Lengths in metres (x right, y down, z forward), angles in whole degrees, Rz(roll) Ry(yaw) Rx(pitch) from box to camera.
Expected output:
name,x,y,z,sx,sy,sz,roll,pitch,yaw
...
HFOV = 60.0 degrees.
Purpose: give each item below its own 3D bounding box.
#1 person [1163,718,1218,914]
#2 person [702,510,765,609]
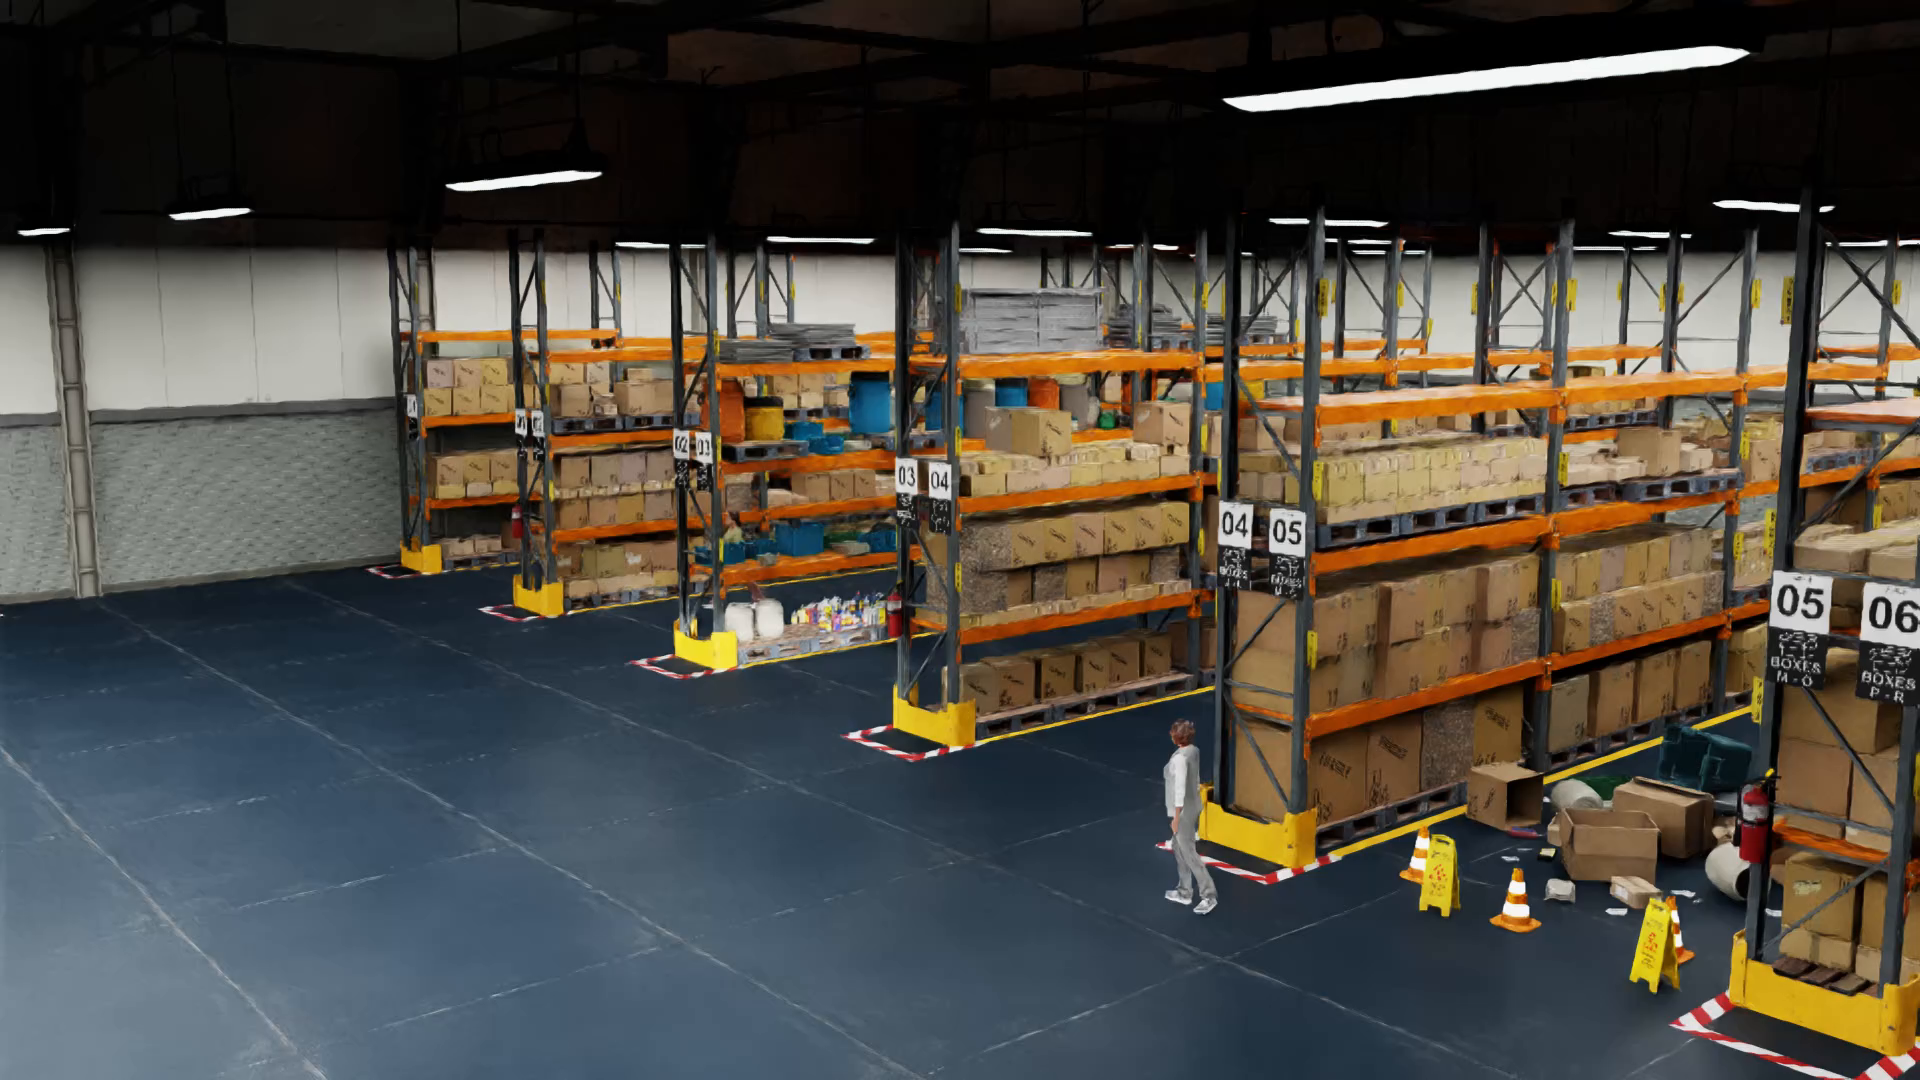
name,x,y,z,sx,sy,sz,roll,pitch,yaw
person,1.932,2.301,13.846,0.491,1.551,0.516,4,10,23
person,-3.572,0.321,26.349,1.018,1.601,0.446,-5,10,-31
